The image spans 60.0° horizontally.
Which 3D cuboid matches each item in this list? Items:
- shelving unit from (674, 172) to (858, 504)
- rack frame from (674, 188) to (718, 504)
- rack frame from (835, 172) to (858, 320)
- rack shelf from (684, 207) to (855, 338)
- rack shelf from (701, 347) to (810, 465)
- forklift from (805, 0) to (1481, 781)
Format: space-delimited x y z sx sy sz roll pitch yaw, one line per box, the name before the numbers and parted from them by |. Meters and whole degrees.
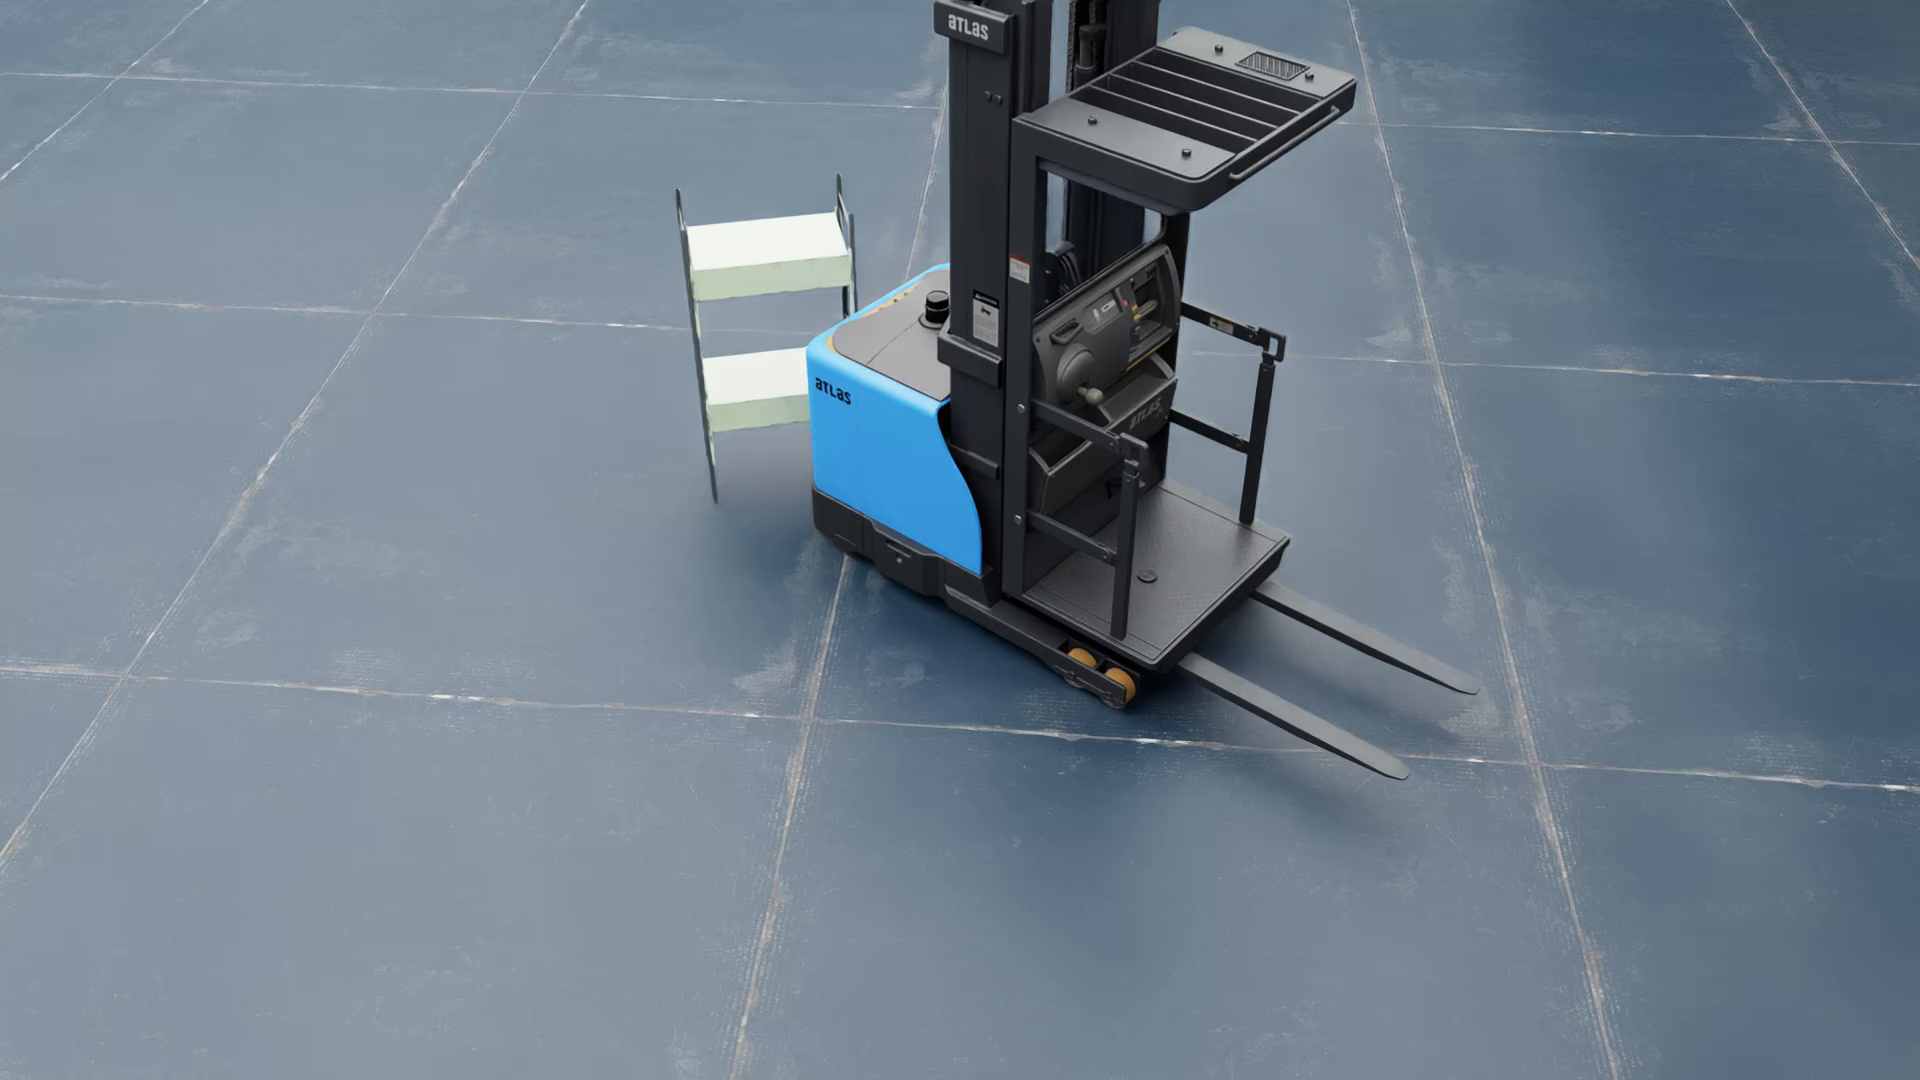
shelving unit | -0.877 -0.930 7.874 0.755 1.500 0.431 -8 40 -9
rack frame | -1.235 -0.882 7.816 0.023 1.500 0.400 -8 40 -9
rack frame | -0.519 -0.977 7.932 0.023 1.500 0.400 -8 40 -9
rack shelf | -0.877 -1.232 7.628 0.720 0.370 0.431 -8 40 -9
rack shelf | -0.877 -0.677 8.080 0.720 0.370 0.431 -8 40 -9
forklift | 0.762 -0.806 6.589 3.031 2.935 1.130 28 47 30
